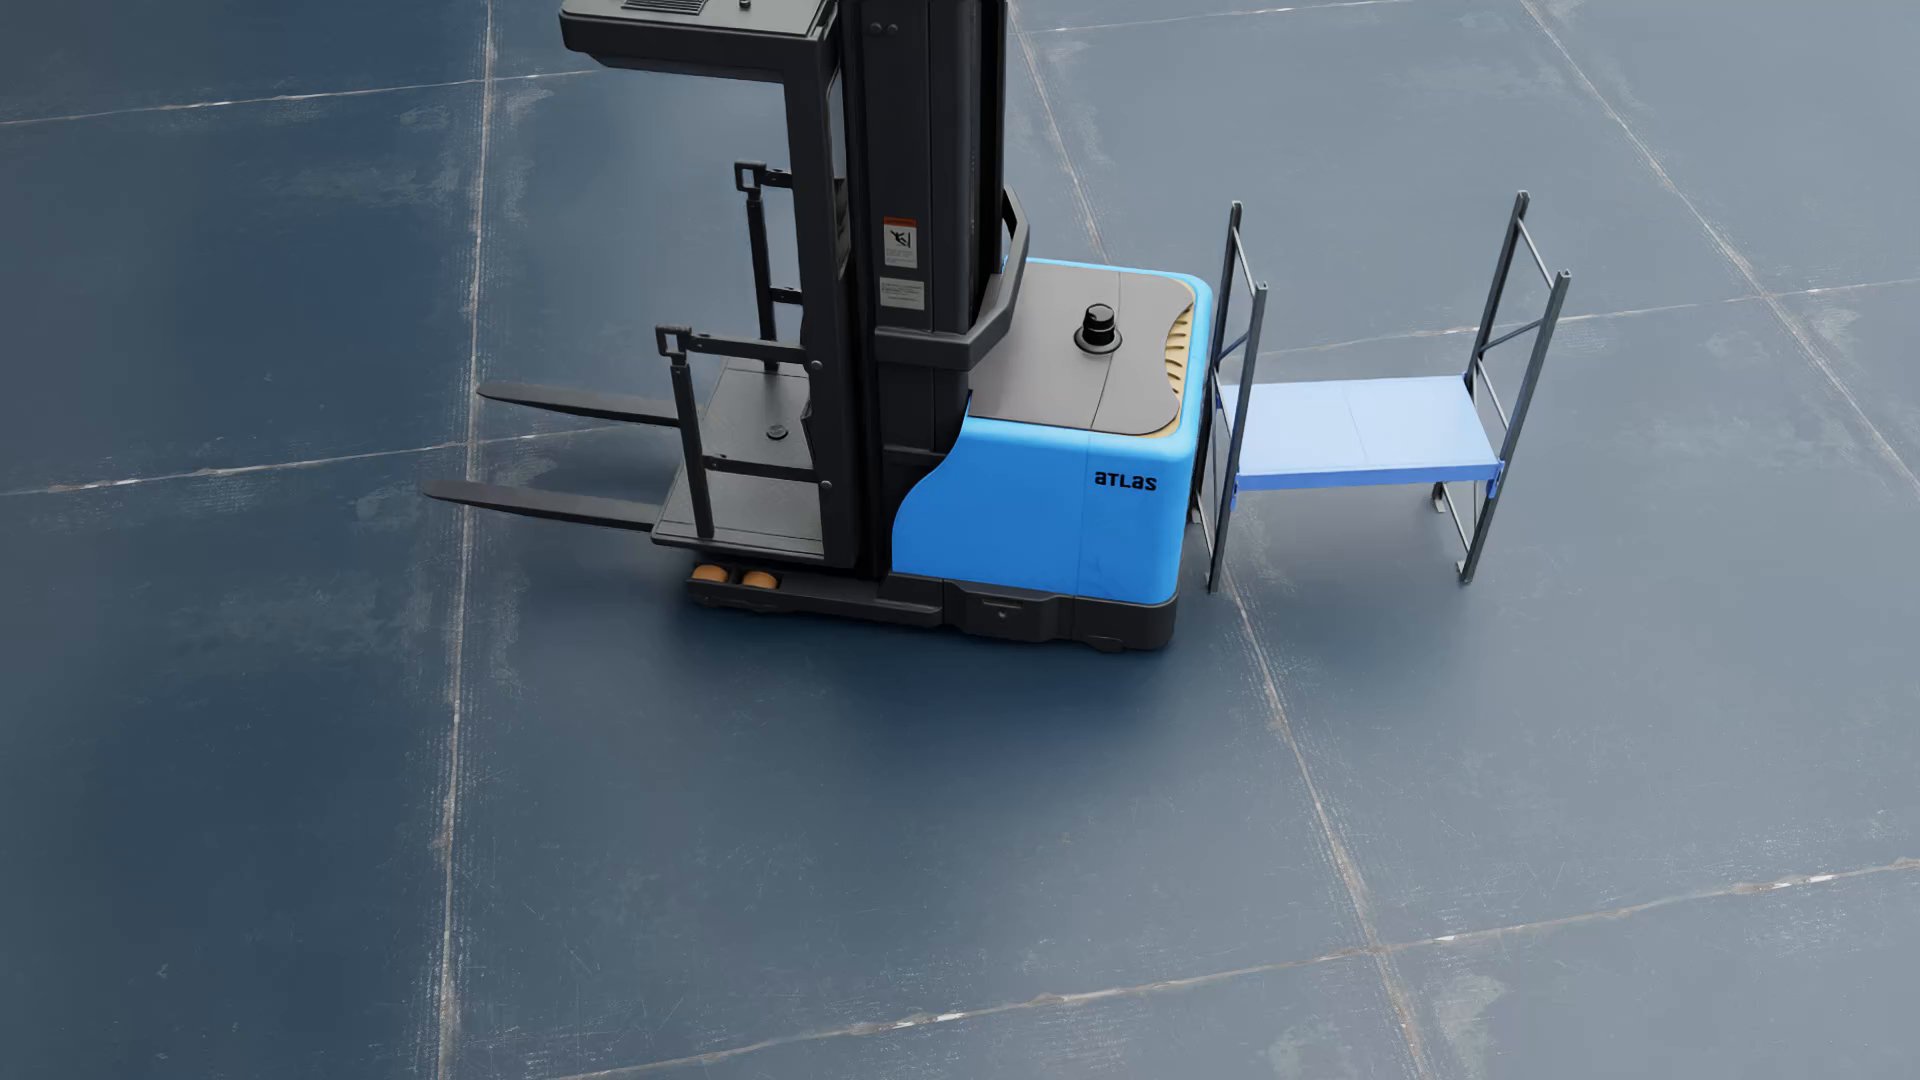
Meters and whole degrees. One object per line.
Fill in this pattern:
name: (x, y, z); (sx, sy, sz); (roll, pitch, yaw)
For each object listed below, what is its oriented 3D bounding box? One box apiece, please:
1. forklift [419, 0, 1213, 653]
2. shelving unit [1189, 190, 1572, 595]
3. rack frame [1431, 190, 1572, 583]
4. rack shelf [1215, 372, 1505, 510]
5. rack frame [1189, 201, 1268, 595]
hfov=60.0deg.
forklift: (-0.609, -1.104, 5.778); (3.031, 2.935, 1.130); (7, 47, 7)
shelving unit: (1.488, -0.507, 6.197); (1.048, 1.500, 0.538); (-3, 46, -3)
rack frame: (1.995, -0.530, 6.219); (0.032, 1.500, 0.500); (-3, 46, -3)
rack shelf: (1.488, -0.382, 6.326); (1.000, 0.185, 0.538); (-3, 46, -3)
rack frame: (0.981, -0.484, 6.174); (0.032, 1.500, 0.500); (-3, 46, -3)
